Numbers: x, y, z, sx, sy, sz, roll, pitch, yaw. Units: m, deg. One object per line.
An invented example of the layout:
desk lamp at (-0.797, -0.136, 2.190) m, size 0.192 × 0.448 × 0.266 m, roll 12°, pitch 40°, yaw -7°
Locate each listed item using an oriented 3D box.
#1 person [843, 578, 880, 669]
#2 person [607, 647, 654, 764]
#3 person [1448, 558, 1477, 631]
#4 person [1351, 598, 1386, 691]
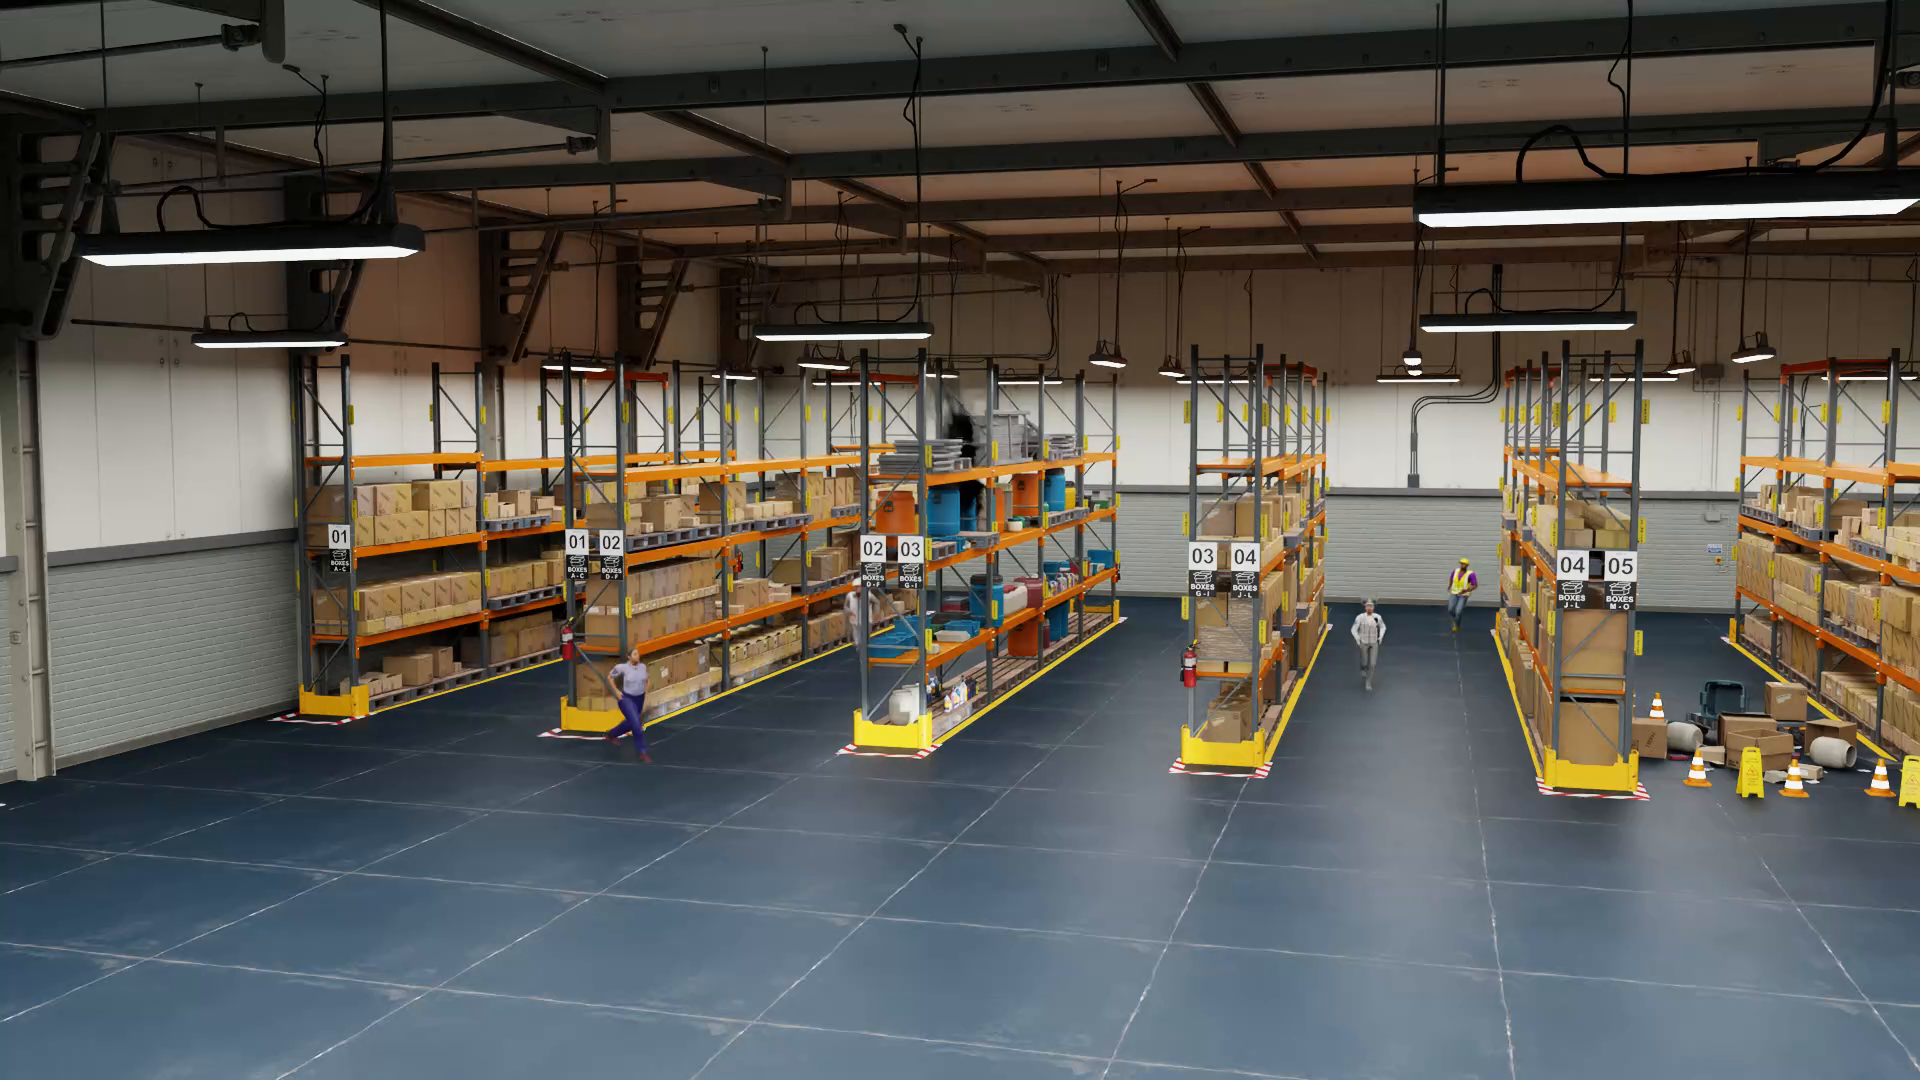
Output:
person at (-1.839, 1.553, 30.946) m, size 0.649 × 1.714 × 0.725 m, roll 1°, pitch 4°, yaw 10°
person at (-4.786, 2.389, 24.225) m, size 1.042 × 1.686 × 0.572 m, roll 3°, pitch 5°, yaw 34°
person at (11.603, 1.268, 38.455) m, size 0.706 × 1.712 × 0.546 m, roll 3°, pitch 6°, yaw 39°
person at (7.507, 1.900, 30.527) m, size 0.629 × 1.680 × 0.677 m, roll 1°, pitch 4°, yaw 8°
